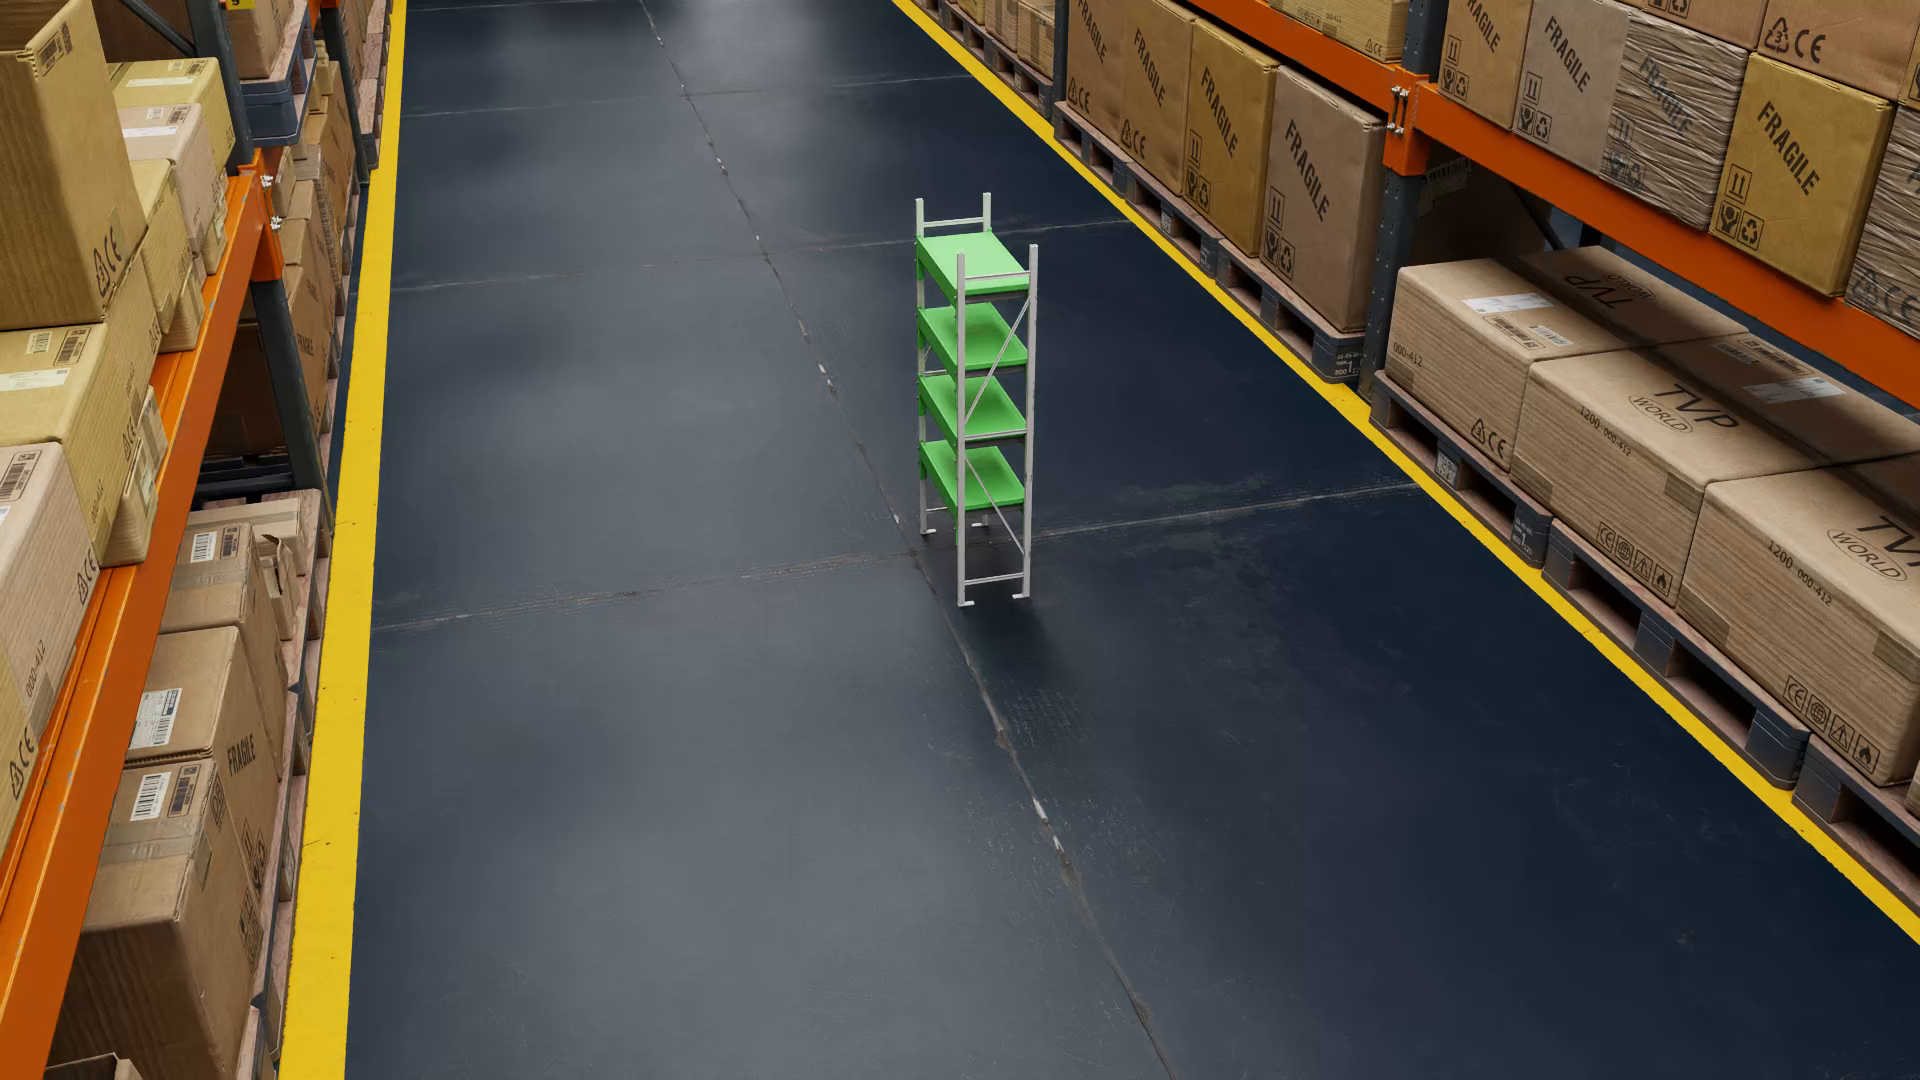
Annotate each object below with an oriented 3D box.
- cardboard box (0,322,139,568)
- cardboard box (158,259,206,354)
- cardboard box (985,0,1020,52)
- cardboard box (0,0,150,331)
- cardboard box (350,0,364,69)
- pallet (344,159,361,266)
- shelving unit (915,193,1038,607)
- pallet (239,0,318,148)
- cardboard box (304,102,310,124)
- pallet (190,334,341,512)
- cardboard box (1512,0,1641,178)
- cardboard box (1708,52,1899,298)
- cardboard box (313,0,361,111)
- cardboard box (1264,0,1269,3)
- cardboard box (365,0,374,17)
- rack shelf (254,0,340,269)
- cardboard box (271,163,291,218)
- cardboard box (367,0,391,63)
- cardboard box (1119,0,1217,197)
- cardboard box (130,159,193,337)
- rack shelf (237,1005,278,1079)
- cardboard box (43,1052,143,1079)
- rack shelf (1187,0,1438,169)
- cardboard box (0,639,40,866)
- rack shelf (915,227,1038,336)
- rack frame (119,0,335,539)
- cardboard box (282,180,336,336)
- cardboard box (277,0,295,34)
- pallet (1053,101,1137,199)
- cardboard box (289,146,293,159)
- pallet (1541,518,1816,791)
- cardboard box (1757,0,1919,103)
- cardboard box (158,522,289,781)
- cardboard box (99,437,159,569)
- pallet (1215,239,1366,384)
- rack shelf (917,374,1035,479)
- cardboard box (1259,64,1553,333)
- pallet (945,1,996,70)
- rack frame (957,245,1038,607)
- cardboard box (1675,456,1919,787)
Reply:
[{"bbox_3d":[-1.740,-0.143,2.855,0.500,0.250,0.500,-8,31,-14],"label":"cardboard box"},{"bbox_3d":[-2.020,-0.544,3.946,0.380,0.149,0.250,-8,31,-14],"label":"cardboard box"},{"bbox_3d":[0.710,-3.536,11.068,0.950,0.372,0.625,-8,31,-14],"label":"cardboard box"},{"bbox_3d":[-1.867,-0.704,3.076,0.500,0.500,0.500,-7,31,-12],"label":"cardboard box"},{"bbox_3d":[-4.243,-3.297,10.402,0.875,0.625,0.625,-9,31,-15],"label":"cardboard box"},{"bbox_3d":[-3.569,-1.627,8.351,1.003,0.211,1.213,-8,31,-13],"label":"pallet"},{"bbox_3d":[0.044,-0.439,5.311,0.258,1.200,0.503,-8,31,-13],"label":"shelving unit"},{"bbox_3d":[-2.776,-1.585,5.686,1.003,0.211,1.213,-8,31,-13],"label":"pallet"},{"bbox_3d":[-3.200,-1.981,7.607,0.380,0.149,0.250,-7,31,-12],"label":"cardboard box"},{"bbox_3d":[-2.921,-0.449,6.315,1.003,0.211,1.213,-8,31,-13],"label":"pallet"},{"bbox_3d":[2.117,-1.468,5.192,0.500,0.500,0.500,-8,31,-13],"label":"cardboard box"},{"bbox_3d":[2.380,-0.978,4.346,0.500,0.500,0.500,-7,31,-12],"label":"cardboard box"},{"bbox_3d":[-3.883,-2.657,9.297,0.875,0.625,0.625,-7,31,-12],"label":"cardboard box"},{"bbox_3d":[1.504,-2.540,7.294,0.500,0.250,0.500,-9,31,-15],"label":"cardboard box"},{"bbox_3d":[-4.643,-4.035,11.679,0.875,0.625,0.625,-6,31,-11],"label":"cardboard box"},{"bbox_3d":[-3.200,-1.923,6.795,1.077,0.370,4.000,-8,31,-13],"label":"rack shelf"},{"bbox_3d":[-2.851,-1.359,6.533,0.380,0.149,0.250,-8,31,-13],"label":"cardboard box"},{"bbox_3d":[-1.253,-3.159,8.763,5.789,2.449,8.416,-8,31,-14],"label":"cardboard box"},{"bbox_3d":[1.390,-2.348,8.514,0.875,0.875,0.875,-7,31,-13],"label":"cardboard box"},{"bbox_3d":[-2.032,-0.636,3.707,0.500,0.250,0.500,-8,31,-14],"label":"cardboard box"},{"bbox_3d":[11.090,-4.163,10.148,30.696,2.800,11.642,-8,31,-13],"label":"rack shelf"},{"bbox_3d":[-1.678,1.255,2.661,0.797,0.503,0.637,-9,31,-15],"label":"cardboard box"},{"bbox_3d":[1.585,-2.584,7.939,1.077,0.370,4.000,-8,31,-13],"label":"rack shelf"},{"bbox_3d":[-1.468,0.345,2.012,0.500,0.250,0.500,-8,31,-13],"label":"cardboard box"},{"bbox_3d":[0.044,-0.799,5.103,0.258,0.148,0.480,-8,31,-13],"label":"rack shelf"},{"bbox_3d":[-2.669,-1.268,4.946,1.000,3.000,0.127,-8,31,-13],"label":"rack frame"},{"bbox_3d":[-2.860,-1.129,6.782,0.500,0.500,0.500,-9,31,-15],"label":"cardboard box"},{"bbox_3d":[-2.719,-2.006,5.703,0.700,0.500,0.500,-8,31,-13],"label":"cardboard box"},{"bbox_3d":[1.190,-2.264,9.451,1.003,0.211,1.213,-8,31,-13],"label":"pallet"},{"bbox_3d":[-3.015,-1.606,6.959,0.380,0.149,0.250,-8,31,-13],"label":"cardboard box"},{"bbox_3d":[2.569,0.245,5.116,1.003,0.211,1.213,-8,31,-13],"label":"pallet"},{"bbox_3d":[2.393,-1.406,4.087,0.500,0.500,0.500,-8,31,-14],"label":"cardboard box"},{"bbox_3d":[-2.143,0.337,4.250,0.700,0.500,0.500,-9,31,-15],"label":"cardboard box"},{"bbox_3d":[-1.724,-0.051,3.095,0.380,0.149,0.250,-9,31,-15],"label":"cardboard box"},{"bbox_3d":[1.838,-1.085,7.415,1.003,0.211,1.213,-8,31,-13],"label":"pallet"},{"bbox_3d":[0.044,-0.384,5.343,0.258,0.148,0.480,-8,31,-13],"label":"rack shelf"},{"bbox_3d":[1.874,-1.481,7.016,0.875,0.875,0.875,-7,31,-12],"label":"cardboard box"},{"bbox_3d":[0.528,-3.620,11.794,1.003,0.211,1.213,-8,31,-13],"label":"pallet"},{"bbox_3d":[0.109,-0.321,5.108,0.240,1.200,0.015,-8,31,-13],"label":"rack frame"},{"bbox_3d":[2.655,0.183,4.578,0.875,0.438,0.875,-7,31,-12],"label":"cardboard box"}]
